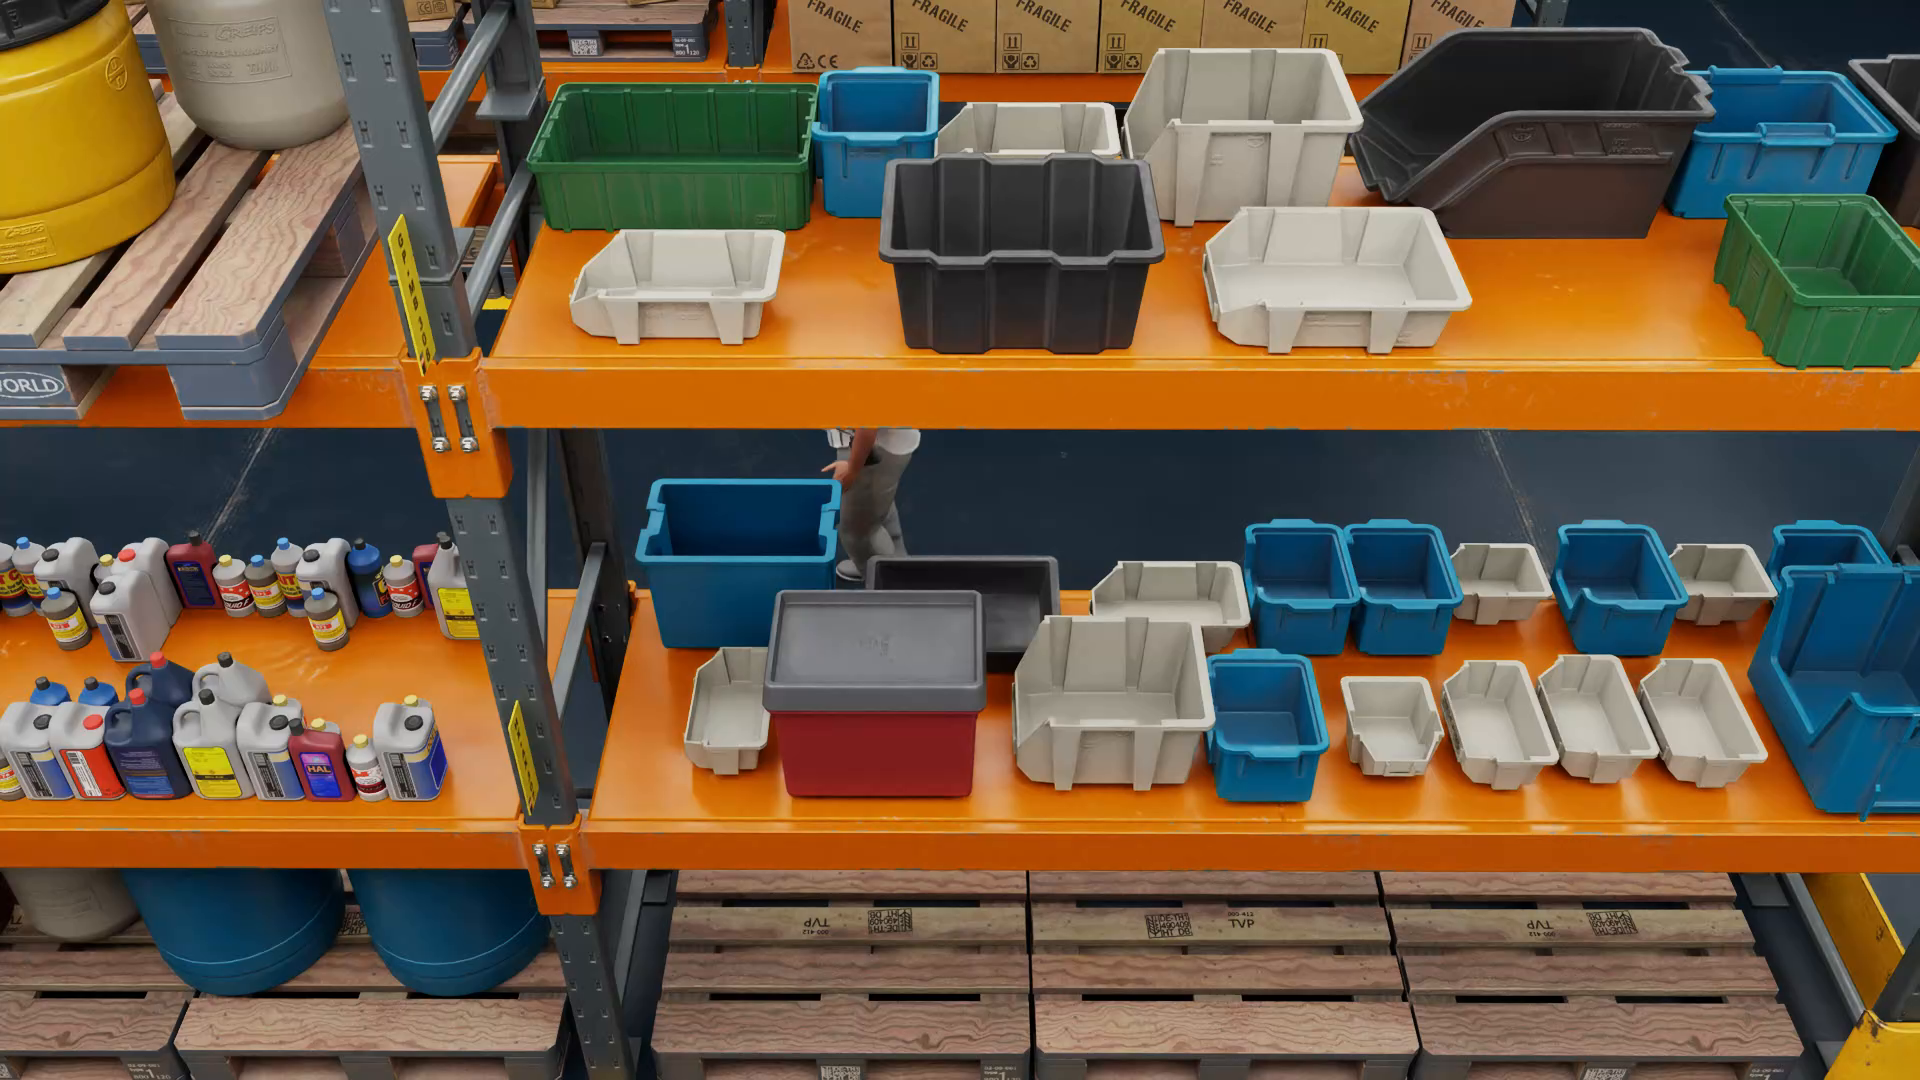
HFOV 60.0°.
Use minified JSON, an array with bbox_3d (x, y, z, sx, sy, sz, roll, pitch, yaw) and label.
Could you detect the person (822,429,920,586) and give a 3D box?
[{"bbox_3d":[-0.355,-0.409,6.672,0.394,1.731,0.538,1,39,1],"label":"person"}]
